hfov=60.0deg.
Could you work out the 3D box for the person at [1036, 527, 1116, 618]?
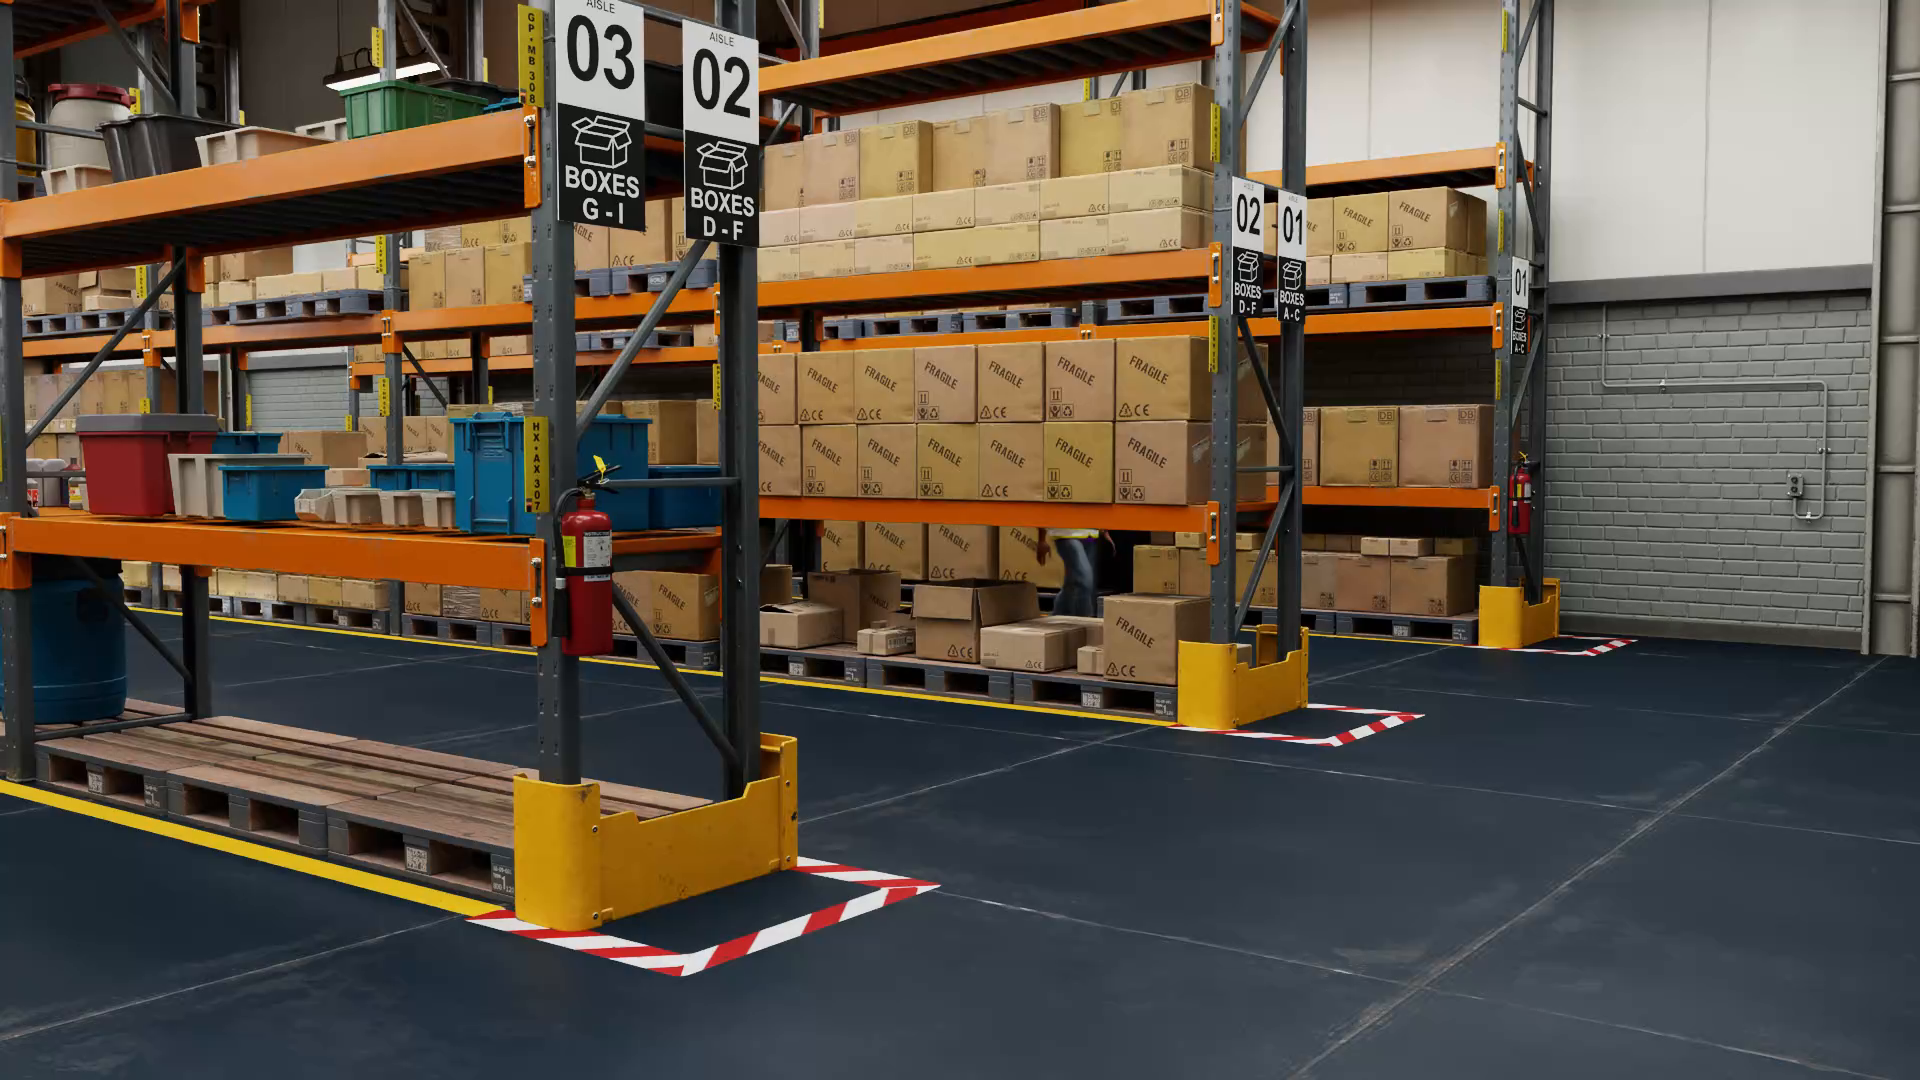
[{"bbox_3d":[0.968,0.029,13.258,0.762,1.799,0.624,3,4,43],"label":"person"}]
